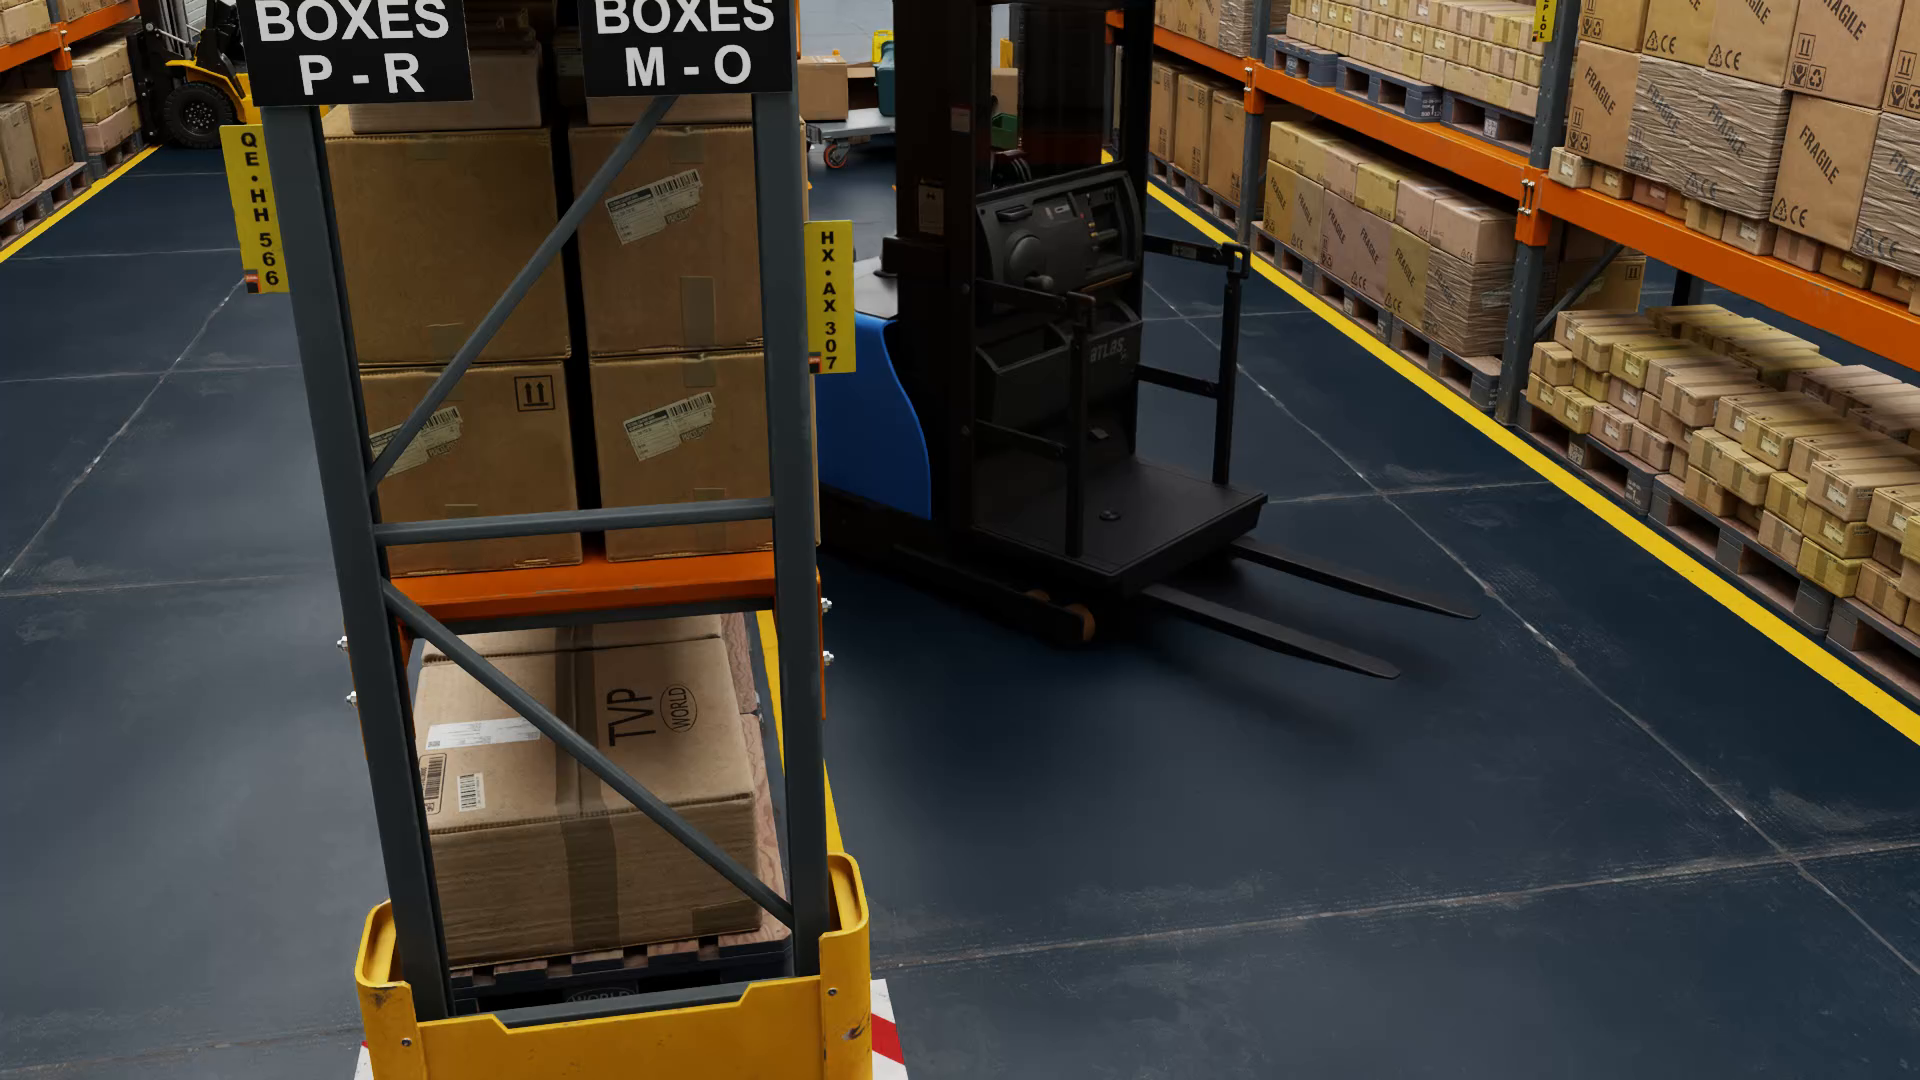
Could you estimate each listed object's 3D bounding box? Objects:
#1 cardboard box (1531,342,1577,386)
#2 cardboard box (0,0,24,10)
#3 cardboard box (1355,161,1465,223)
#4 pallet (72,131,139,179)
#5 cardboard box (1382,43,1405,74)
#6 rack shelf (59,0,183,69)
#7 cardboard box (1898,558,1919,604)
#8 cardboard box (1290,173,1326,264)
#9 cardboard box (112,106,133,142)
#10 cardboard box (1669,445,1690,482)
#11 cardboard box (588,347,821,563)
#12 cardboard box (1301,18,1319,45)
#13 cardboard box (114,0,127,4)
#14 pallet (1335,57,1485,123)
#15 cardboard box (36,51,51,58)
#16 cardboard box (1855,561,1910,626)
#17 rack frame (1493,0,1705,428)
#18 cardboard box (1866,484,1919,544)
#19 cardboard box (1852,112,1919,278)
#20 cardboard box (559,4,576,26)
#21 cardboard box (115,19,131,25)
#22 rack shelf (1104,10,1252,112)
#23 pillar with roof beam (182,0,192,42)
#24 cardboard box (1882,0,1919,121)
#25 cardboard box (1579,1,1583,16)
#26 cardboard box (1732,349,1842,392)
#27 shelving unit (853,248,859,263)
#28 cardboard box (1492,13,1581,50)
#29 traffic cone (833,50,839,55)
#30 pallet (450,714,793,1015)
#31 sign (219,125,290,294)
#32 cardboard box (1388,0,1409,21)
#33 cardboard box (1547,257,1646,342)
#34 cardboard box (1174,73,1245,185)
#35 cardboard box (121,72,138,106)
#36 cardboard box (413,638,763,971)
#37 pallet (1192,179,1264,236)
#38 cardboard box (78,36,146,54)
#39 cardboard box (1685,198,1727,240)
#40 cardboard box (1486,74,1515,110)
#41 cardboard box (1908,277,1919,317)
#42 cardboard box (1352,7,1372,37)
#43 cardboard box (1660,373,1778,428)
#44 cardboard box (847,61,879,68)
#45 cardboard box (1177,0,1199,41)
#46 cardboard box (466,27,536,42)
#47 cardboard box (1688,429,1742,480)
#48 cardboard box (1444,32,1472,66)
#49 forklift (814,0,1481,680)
[{"bbox_3d":[3.041,-0.869,8.158,0.380,0.149,0.250,-3,24,-7],"label":"cardboard box"},{"bbox_3d":[-7.470,-4.169,12.611,0.500,0.250,0.500,-5,24,-11],"label":"cardboard box"},{"bbox_3d":[2.709,-2.088,9.945,0.500,0.250,0.500,-5,24,-12],"label":"cardboard box"},{"bbox_3d":[-8.020,-3.423,14.824,1.003,0.211,1.213,-4,24,-10],"label":"pallet"},{"bbox_3d":[2.727,-2.849,9.815,0.380,0.149,0.250,-5,24,-11],"label":"cardboard box"},{"bbox_3d":[-8.284,-4.842,15.487,1.077,0.370,4.000,-4,24,-10],"label":"rack shelf"},{"bbox_3d":[3.552,0.147,5.831,0.380,0.149,0.250,-5,24,-12],"label":"cardboard box"},{"bbox_3d":[2.525,-2.139,10.998,0.500,0.500,0.500,-4,24,-9],"label":"cardboard box"},{"bbox_3d":[-7.787,-3.731,14.955,0.500,0.250,0.500,-5,24,-11],"label":"cardboard box"},{"bbox_3d":[3.367,-0.334,7.305,0.380,0.149,0.250,-5,24,-12],"label":"cardboard box"},{"bbox_3d":[-0.624,-0.290,4.040,0.500,0.500,0.500,-4,24,-10],"label":"cardboard box"},{"bbox_3d":[2.483,-3.367,11.002,0.380,0.149,0.250,-3,24,-7],"label":"cardboard box"},{"bbox_3d":[-8.019,-5.227,15.345,0.500,0.500,0.500,-4,24,-9],"label":"cardboard box"},{"bbox_3d":[2.955,-2.723,9.977,1.003,0.211,1.213,-4,24,-10],"label":"pallet"},{"bbox_3d":[-8.304,-4.153,14.673,0.500,0.250,0.500,-5,24,-11],"label":"cardboard box"},{"bbox_3d":[3.556,0.182,6.122,0.380,0.149,0.250,-4,24,-9],"label":"cardboard box"},{"bbox_3d":[3.289,-2.013,8.112,1.000,3.000,0.127,-4,24,-10],"label":"rack frame"},{"bbox_3d":[3.533,-0.090,6.002,0.380,0.149,0.250,-5,24,-12],"label":"cardboard box"},{"bbox_3d":[3.499,-1.181,5.710,0.500,0.500,0.500,-4,24,-10],"label":"cardboard box"},{"bbox_3d":[-1.536,-1.504,5.573,0.500,0.500,0.500,-4,24,-9],"label":"cardboard box"},{"bbox_3d":[-8.751,-5.146,16.946,0.500,0.250,0.500,-5,24,-11],"label":"cardboard box"},{"bbox_3d":[2.179,-4.044,13.659,1.077,0.370,4.000,-4,24,-10],"label":"rack shelf"},{"bbox_3d":[-6.290,-11.046,21.297,9.100,9.000,0.400,-4,24,-10],"label":"pillar with roof beam"},{"bbox_3d":[3.500,-1.645,5.523,0.500,0.500,0.500,-3,24,-7],"label":"cardboard box"},{"bbox_3d":[3.522,-2.861,9.098,0.380,0.149,0.250,-5,24,-10],"label":"cardboard box"},{"bbox_3d":[3.721,-0.748,7.510,0.380,0.149,0.250,-4,24,-8],"label":"cardboard box"},{"bbox_3d":[-0.571,-0.823,7.822,0.215,1.050,0.252,-2,24,-6],"label":"shelving unit"},{"bbox_3d":[2.972,-2.612,8.529,0.380,0.149,0.250,-5,24,-11],"label":"cardboard box"},{"bbox_3d":[-1.401,-5.307,18.823,0.336,0.463,0.334,-4,24,-10],"label":"traffic cone"},{"bbox_3d":[-1.043,0.936,4.844,1.003,0.211,1.213,-4,24,-10],"label":"pallet"},{"bbox_3d":[-1.354,-0.638,3.221,0.100,0.325,0.005,-4,24,-10],"label":"sign"},{"bbox_3d":[2.731,-3.125,9.704,0.380,0.149,0.250,-5,24,-10],"label":"cardboard box"},{"bbox_3d":[3.413,-1.370,9.238,0.500,0.500,0.500,-3,24,-8],"label":"cardboard box"},{"bbox_3d":[2.360,-3.338,13.431,1.050,0.750,0.750,-4,24,-9],"label":"cardboard box"},{"bbox_3d":[-7.877,-4.156,15.304,0.500,0.250,0.500,-5,24,-10],"label":"cardboard box"},{"bbox_3d":[-1.038,0.696,4.586,0.875,0.438,0.875,-5,24,-12],"label":"cardboard box"},{"bbox_3d":[2.477,-2.624,12.995,1.003,0.211,1.213,-4,24,-10],"label":"pallet"},{"bbox_3d":[-7.973,-4.593,15.680,0.500,0.250,0.500,-5,24,-11],"label":"cardboard box"},{"bbox_3d":[3.268,-1.354,6.916,0.380,0.149,0.250,-4,24,-9],"label":"cardboard box"},{"bbox_3d":[2.972,-2.334,8.636,0.380,0.149,0.250,-4,24,-9],"label":"cardboard box"},{"bbox_3d":[3.530,-0.835,5.727,0.380,0.149,0.250,-5,24,-12],"label":"cardboard box"},{"bbox_3d":[2.638,-3.187,10.216,0.380,0.149,0.250,-4,24,-10],"label":"cardboard box"},{"bbox_3d":[3.274,-0.605,7.182,0.380,0.149,0.250,-4,24,-9],"label":"cardboard box"},{"bbox_3d":[-0.964,-4.680,17.336,0.637,0.503,0.797,18,29,36],"label":"cardboard box"},{"bbox_3d":[2.018,-4.183,12.954,0.500,0.500,0.500,-5,24,-11],"label":"cardboard box"},{"bbox_3d":[-1.151,-1.059,3.743,0.380,0.149,0.250,-4,24,-9],"label":"cardboard box"},{"bbox_3d":[3.316,-0.363,6.999,0.380,0.149,0.250,-4,24,-10],"label":"cardboard box"},{"bbox_3d":[2.873,-2.677,9.050,0.380,0.149,0.250,-5,24,-11],"label":"cardboard box"},{"bbox_3d":[0.552,-1.171,6.270,3.031,2.935,1.130,19,30,37],"label":"forklift"}]
